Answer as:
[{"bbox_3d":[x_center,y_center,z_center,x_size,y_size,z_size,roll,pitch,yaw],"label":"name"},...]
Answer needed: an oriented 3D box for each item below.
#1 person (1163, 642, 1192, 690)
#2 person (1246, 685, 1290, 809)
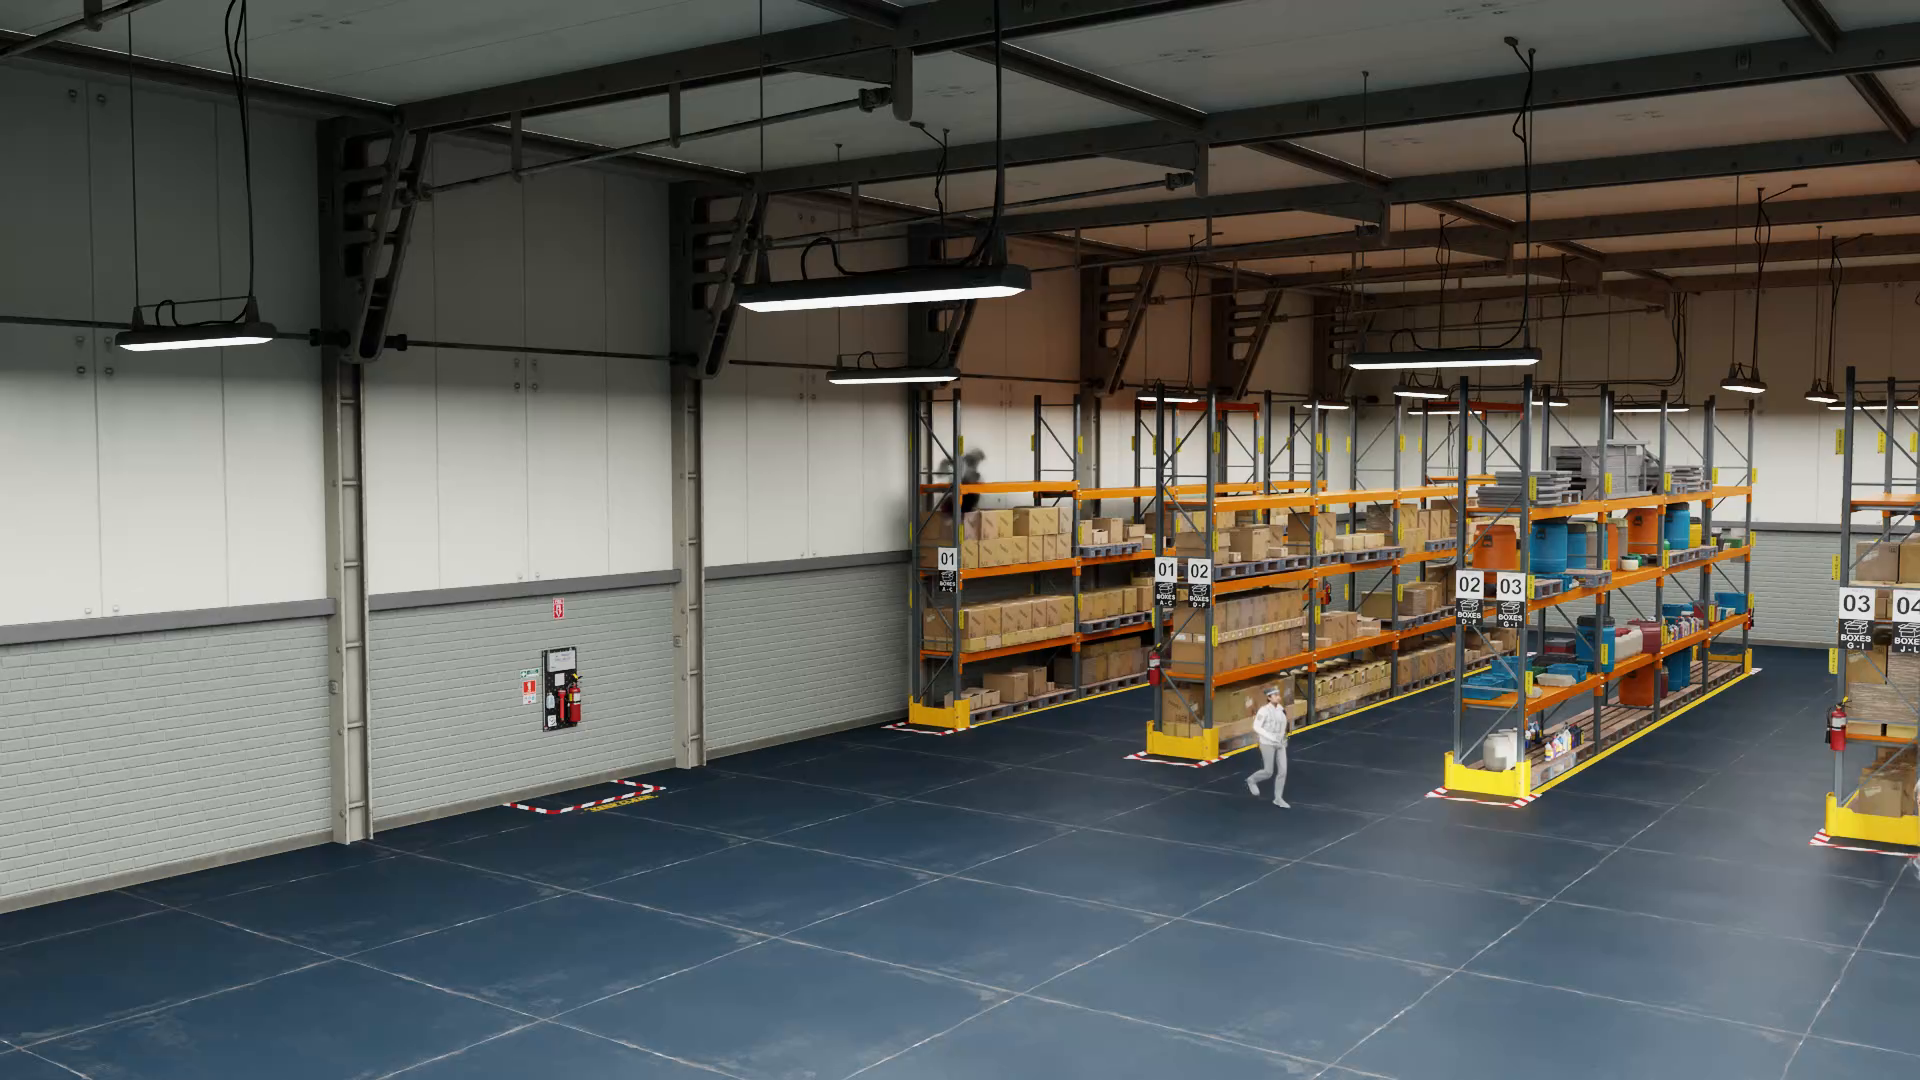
[{"bbox_3d":[3.884,2.448,29.543,0.714,1.735,0.616,1,4,24],"label":"person"},{"bbox_3d":[4.324,2.850,23.182,0.623,1.687,0.786,-2,4,-31],"label":"person"}]
